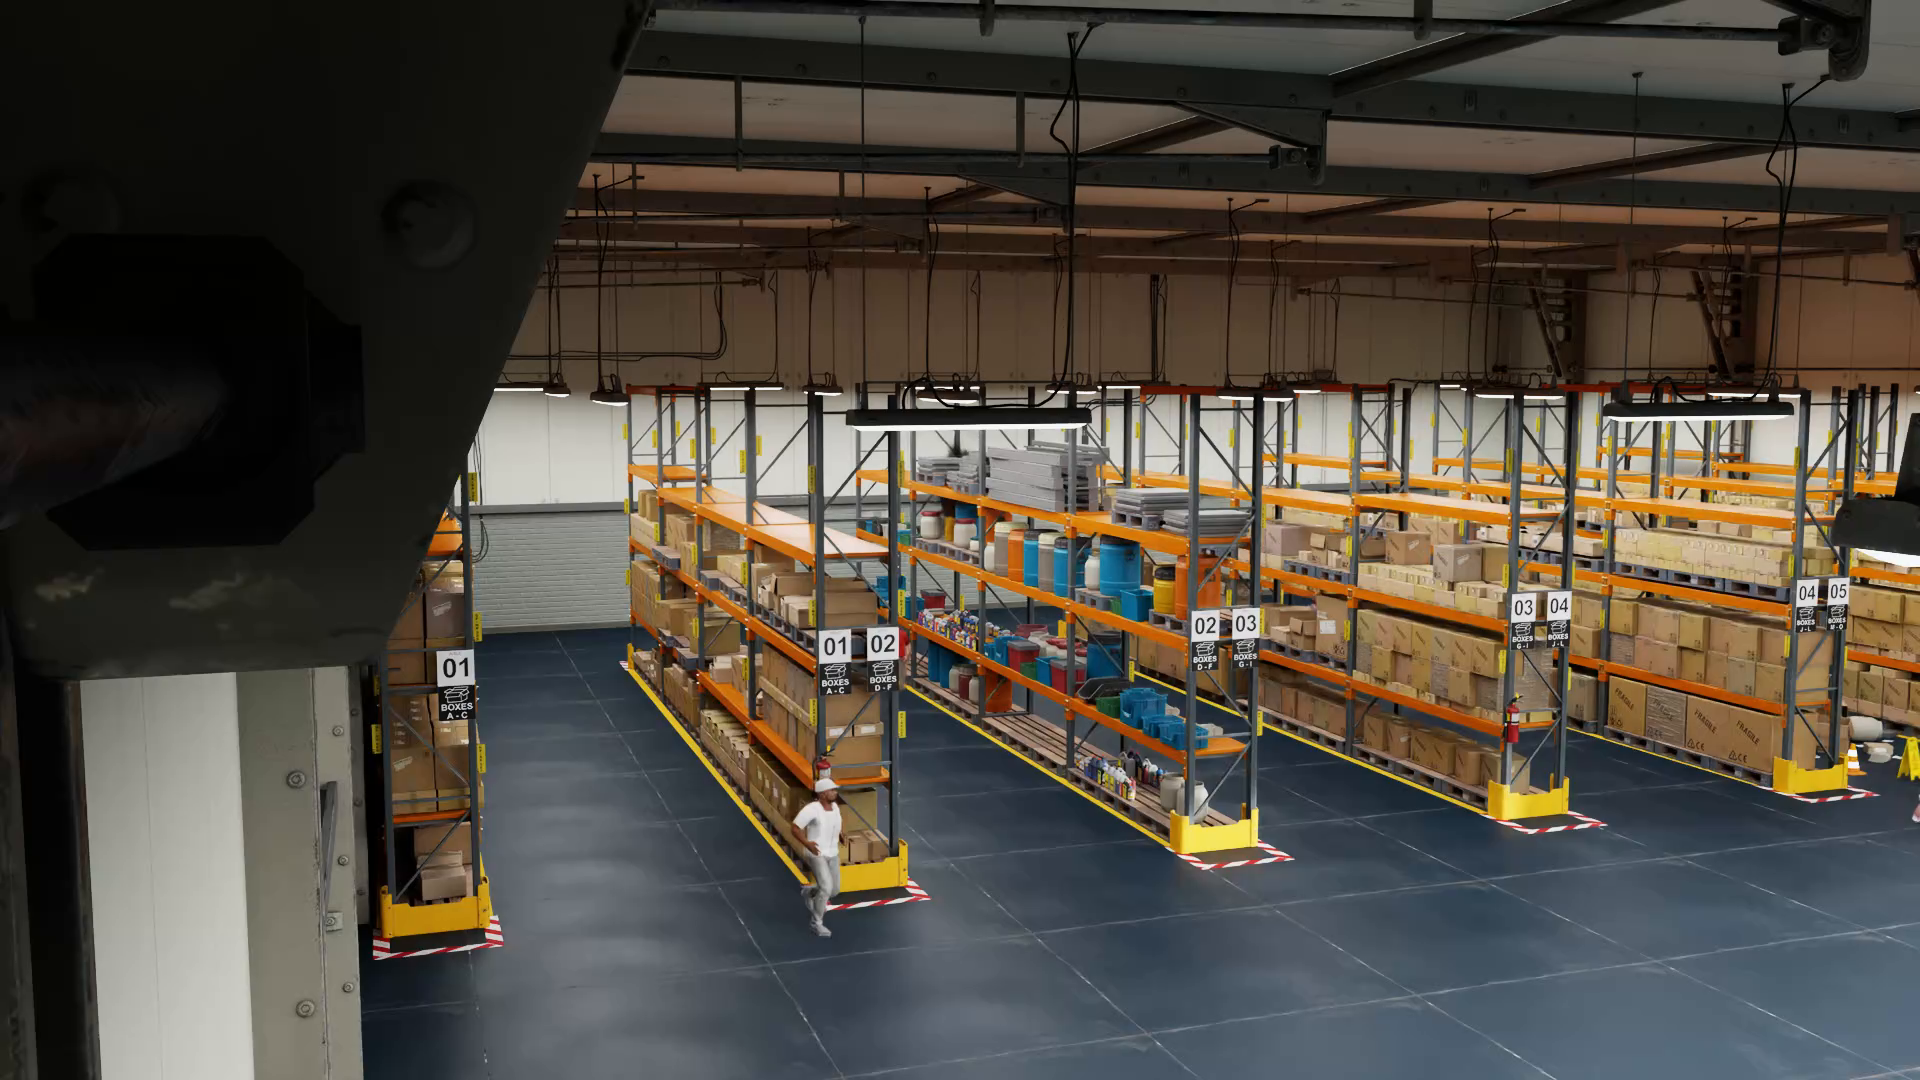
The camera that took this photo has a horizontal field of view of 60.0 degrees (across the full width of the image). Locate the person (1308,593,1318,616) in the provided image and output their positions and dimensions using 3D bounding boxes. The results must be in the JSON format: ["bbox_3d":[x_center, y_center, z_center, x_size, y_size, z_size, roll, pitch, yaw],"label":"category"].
[{"bbox_3d":[7.499,1.930,34.954,0.514,1.639,0.666,-2,6,-17],"label":"person"}]

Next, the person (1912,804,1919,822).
[{"bbox_3d":[13.634,3.141,23.012,0.716,1.622,0.596,4,7,36],"label":"person"}]

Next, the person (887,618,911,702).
[{"bbox_3d":[-1.155,2.204,29.090,0.657,1.731,0.627,-2,6,-17],"label":"person"}]

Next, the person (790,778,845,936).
[{"bbox_3d":[-1.574,3.552,18.913,0.708,1.699,0.727,5,8,39],"label":"person"}]
